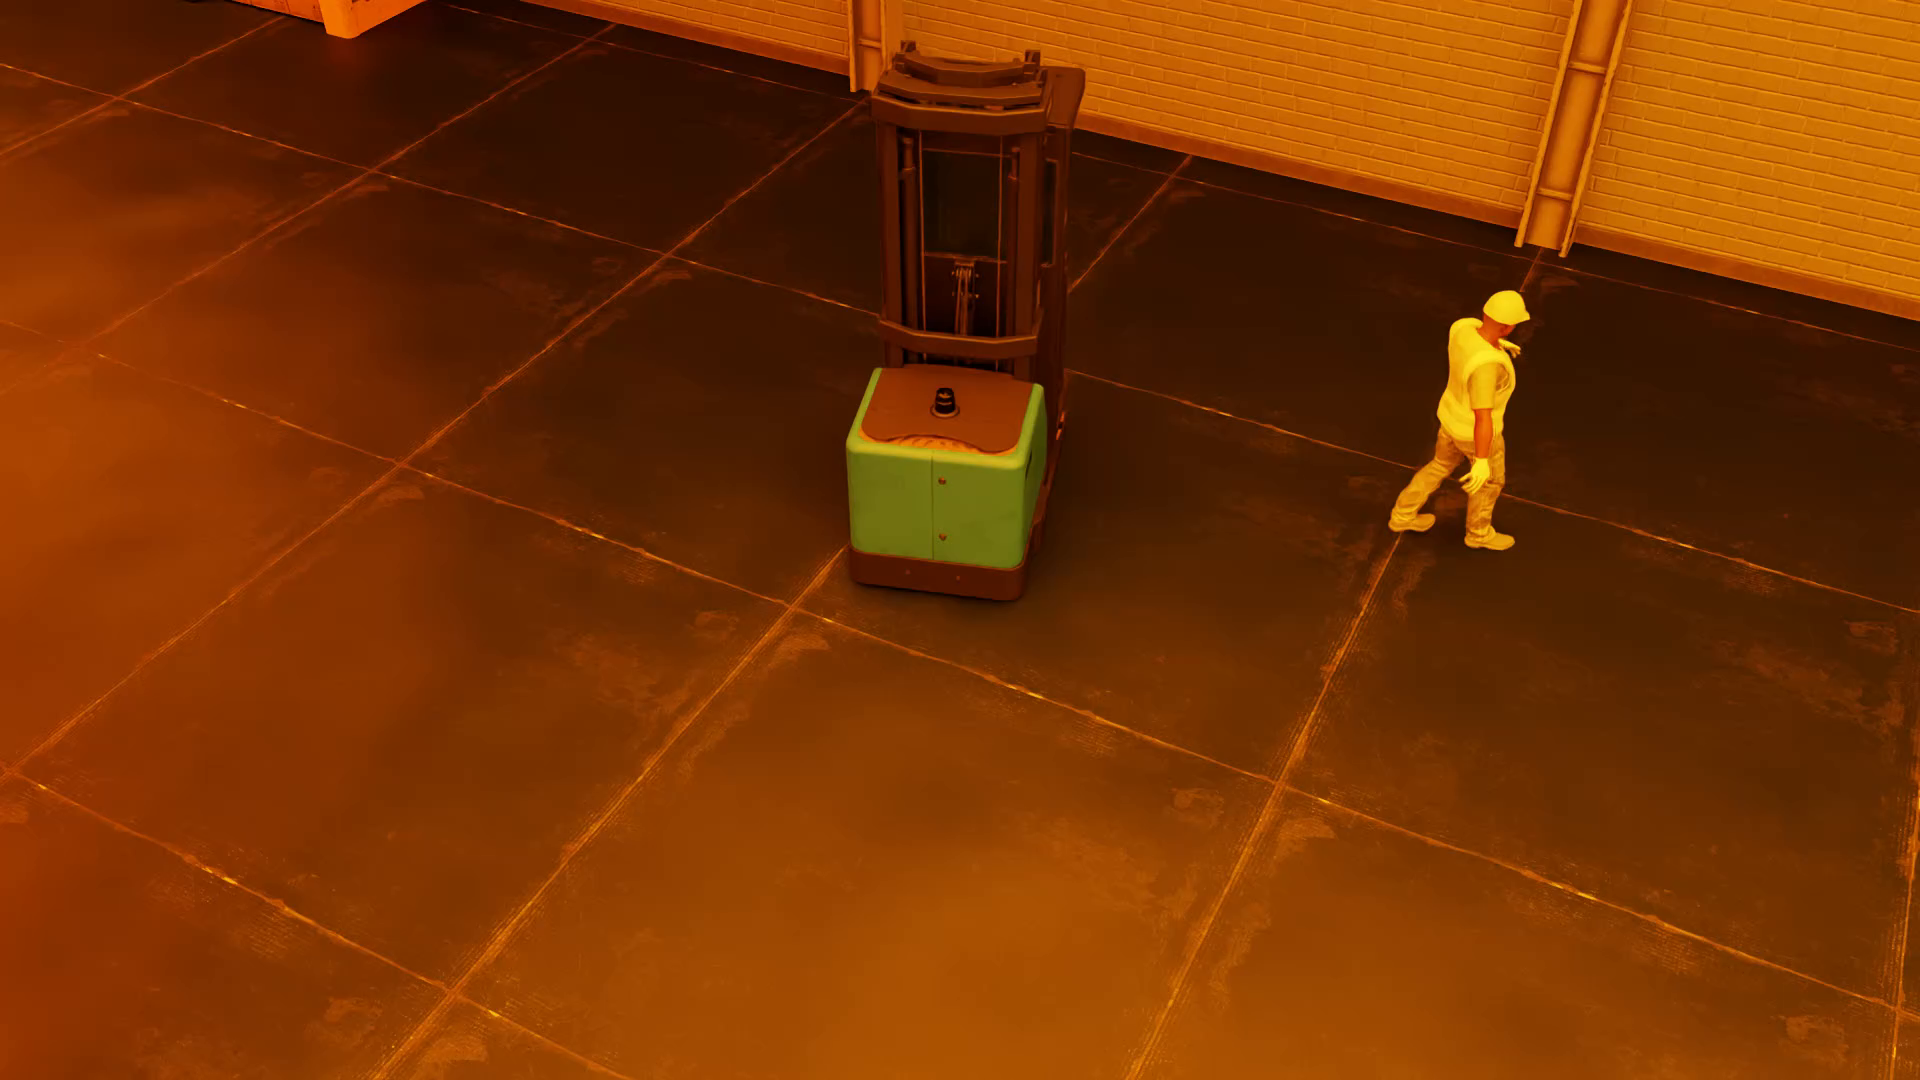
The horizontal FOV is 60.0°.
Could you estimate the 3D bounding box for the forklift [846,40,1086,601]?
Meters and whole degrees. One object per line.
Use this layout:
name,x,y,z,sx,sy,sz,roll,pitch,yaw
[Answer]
forklift,0.116,-1.719,10.028,1.130,2.935,3.031,7,41,8

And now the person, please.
person,3.049,-0.673,9.708,0.768,1.760,1.014,-5,40,-6
